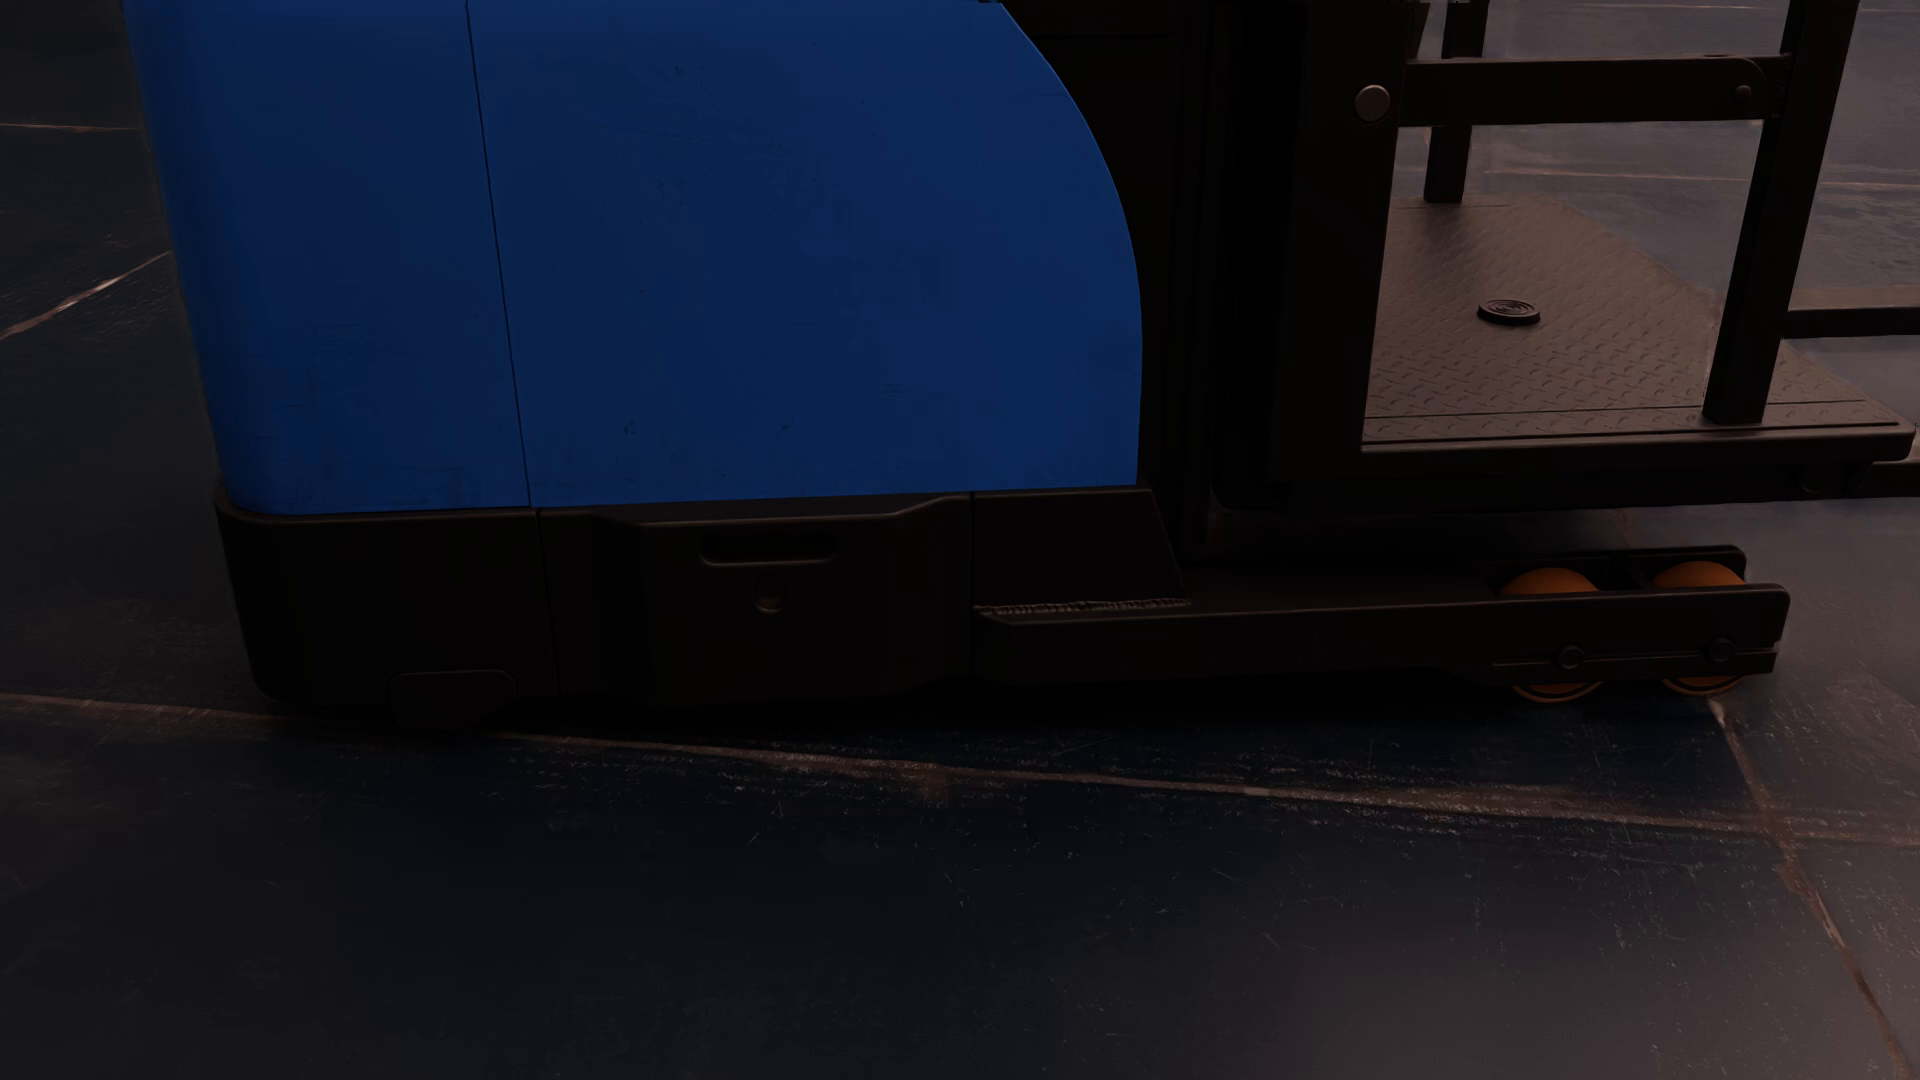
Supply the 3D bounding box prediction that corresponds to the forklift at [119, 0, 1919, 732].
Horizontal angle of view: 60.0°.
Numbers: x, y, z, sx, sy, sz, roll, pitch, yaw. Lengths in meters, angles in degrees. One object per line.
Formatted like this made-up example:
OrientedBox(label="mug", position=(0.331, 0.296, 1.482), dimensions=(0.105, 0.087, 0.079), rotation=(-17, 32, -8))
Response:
OrientedBox(label="forklift", position=(0.610, -1.341, 1.905), dimensions=(3.031, 2.935, 1.130), rotation=(-2, 27, -5))
